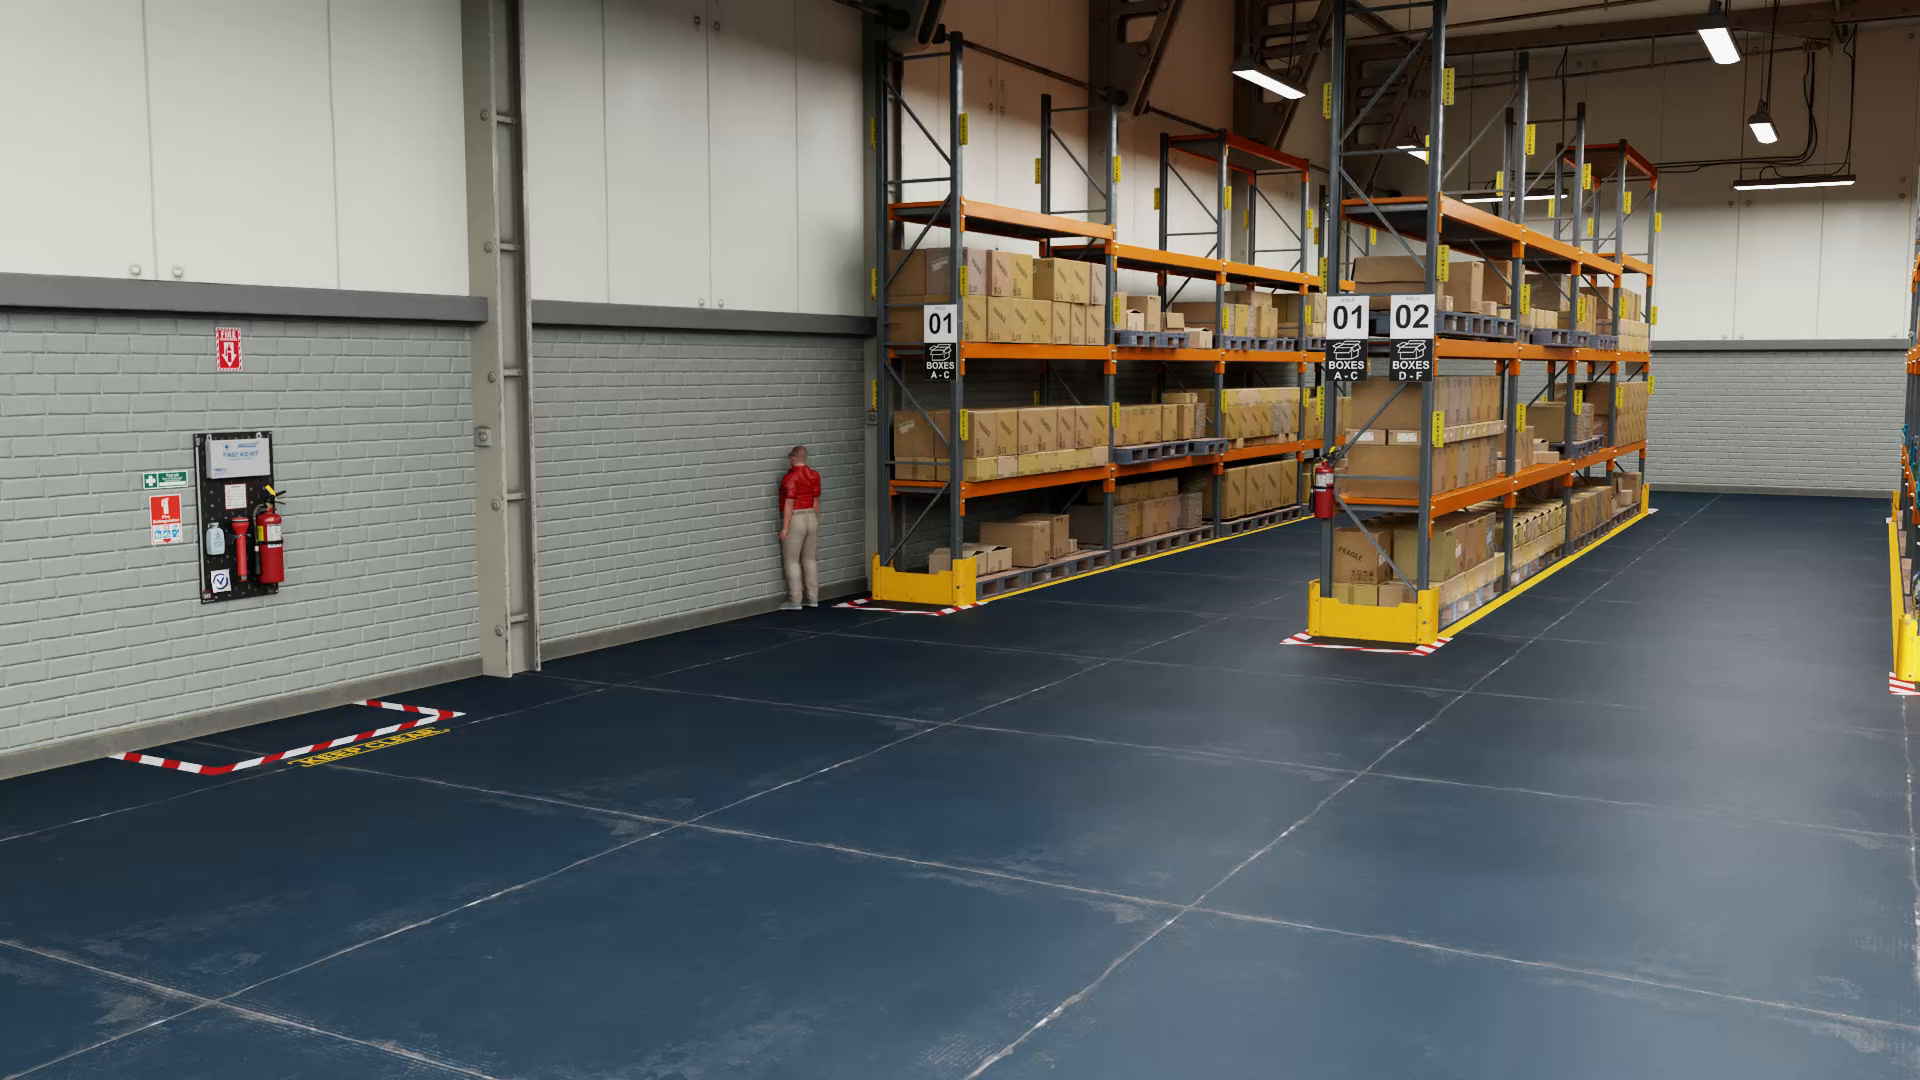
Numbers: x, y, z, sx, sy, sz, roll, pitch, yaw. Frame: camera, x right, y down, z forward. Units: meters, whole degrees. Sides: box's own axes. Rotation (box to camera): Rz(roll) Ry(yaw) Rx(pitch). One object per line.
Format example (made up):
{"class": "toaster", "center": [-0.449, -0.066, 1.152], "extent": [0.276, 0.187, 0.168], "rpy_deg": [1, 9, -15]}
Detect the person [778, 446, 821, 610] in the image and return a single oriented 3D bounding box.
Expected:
{"class": "person", "center": [-1.715, -0.133, 17.508], "extent": [0.381, 1.728, 0.523], "rpy_deg": [5, 7, 37]}
